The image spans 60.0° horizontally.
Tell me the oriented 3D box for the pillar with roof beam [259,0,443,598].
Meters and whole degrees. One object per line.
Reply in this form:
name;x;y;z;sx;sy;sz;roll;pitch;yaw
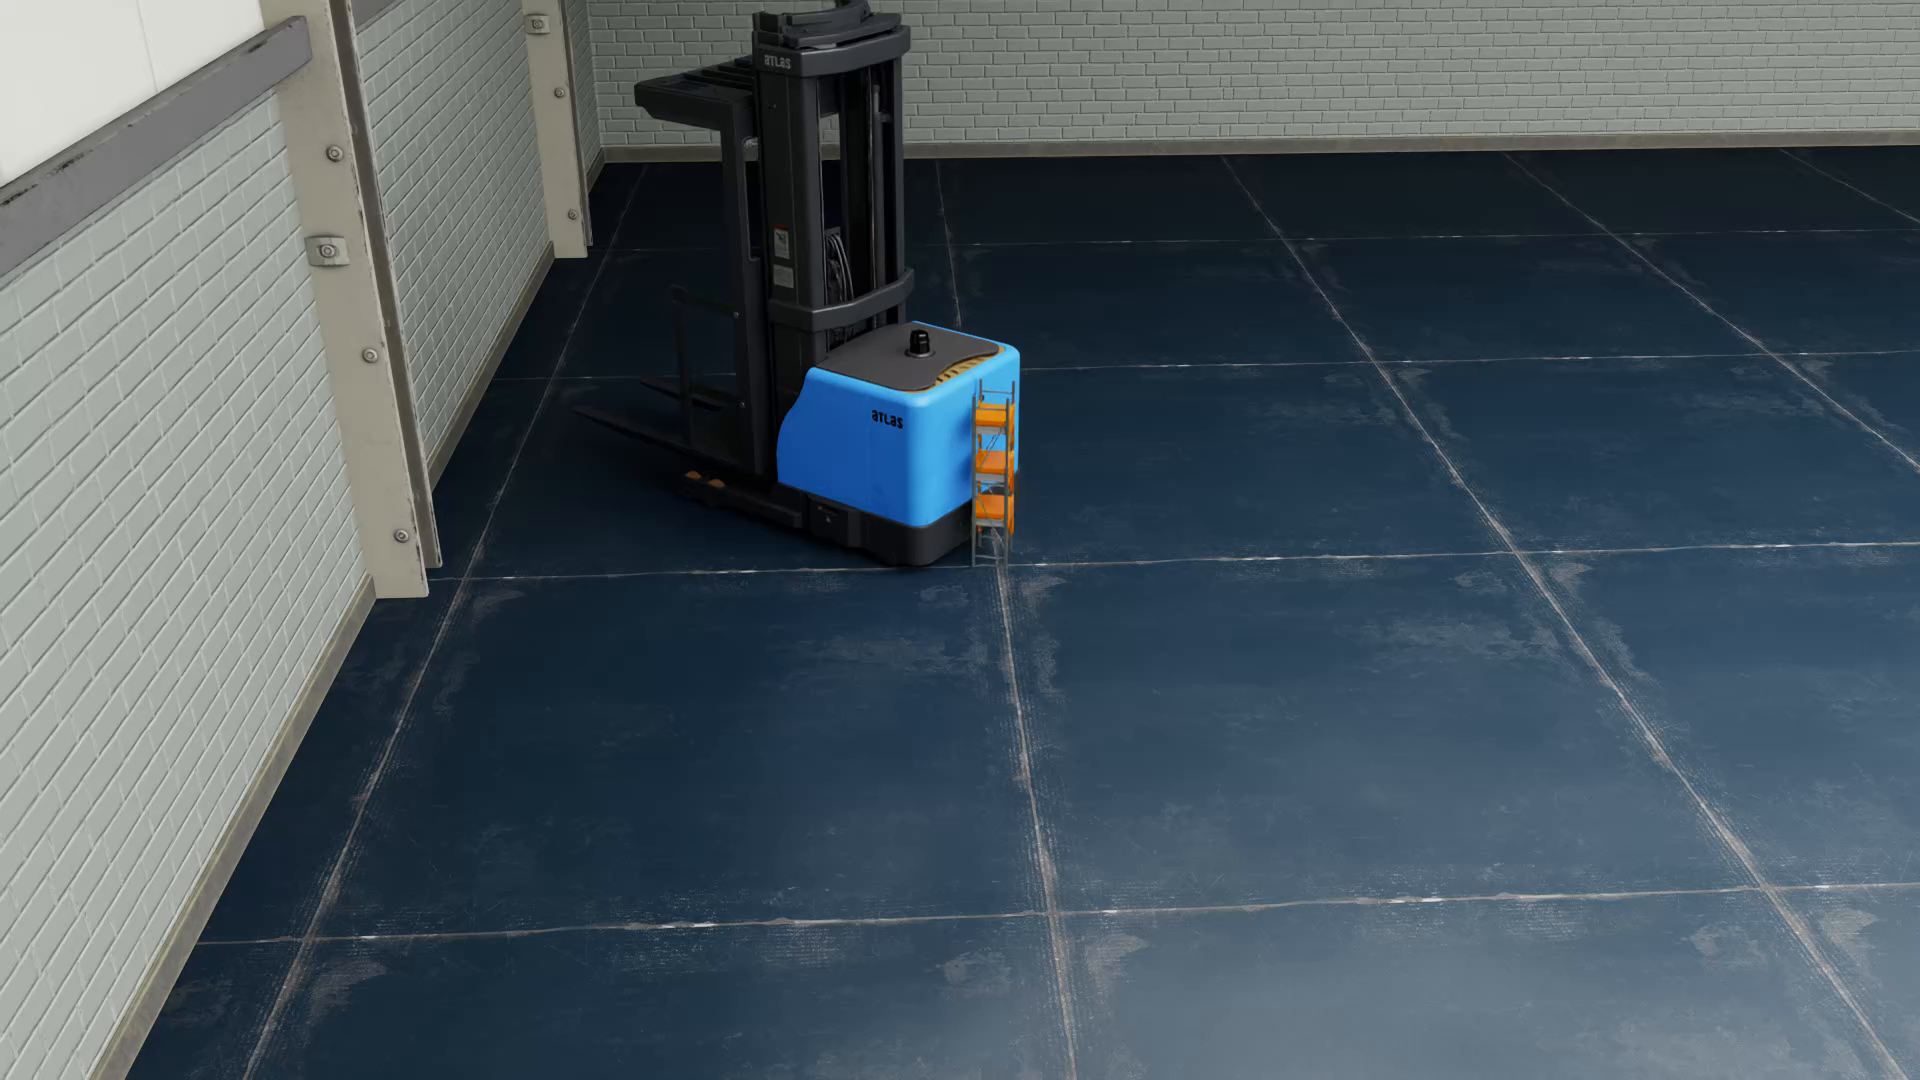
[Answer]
pillar with roof beam;1.201;-3.868;7.436;9.100;9.000;0.400;-1;28;-3

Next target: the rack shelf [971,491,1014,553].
rack shelf;0.186;-0.105;9.439;0.215;0.259;0.240;4;28;8

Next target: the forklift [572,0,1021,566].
forklift;-1.132;-1.679;9.799;3.031;2.935;1.130;19;33;31

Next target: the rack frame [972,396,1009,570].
rack frame;0.166;-0.305;9.199;0.200;1.050;0.008;4;28;8

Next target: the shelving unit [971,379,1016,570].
shelving unit;0.186;-0.360;9.306;0.215;1.050;0.252;4;28;8

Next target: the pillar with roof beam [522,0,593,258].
pillar with roof beam;0.887;-6.639;12.748;9.100;9.000;0.400;-1;28;-3

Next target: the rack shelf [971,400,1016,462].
rack shelf;0.186;-0.603;9.179;0.215;0.259;0.240;4;28;8

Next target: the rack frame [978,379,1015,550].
rack frame;0.205;-0.416;9.413;0.200;1.050;0.008;4;28;8

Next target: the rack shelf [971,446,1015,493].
rack shelf;0.186;-0.351;9.311;0.215;0.259;0.240;4;28;8
